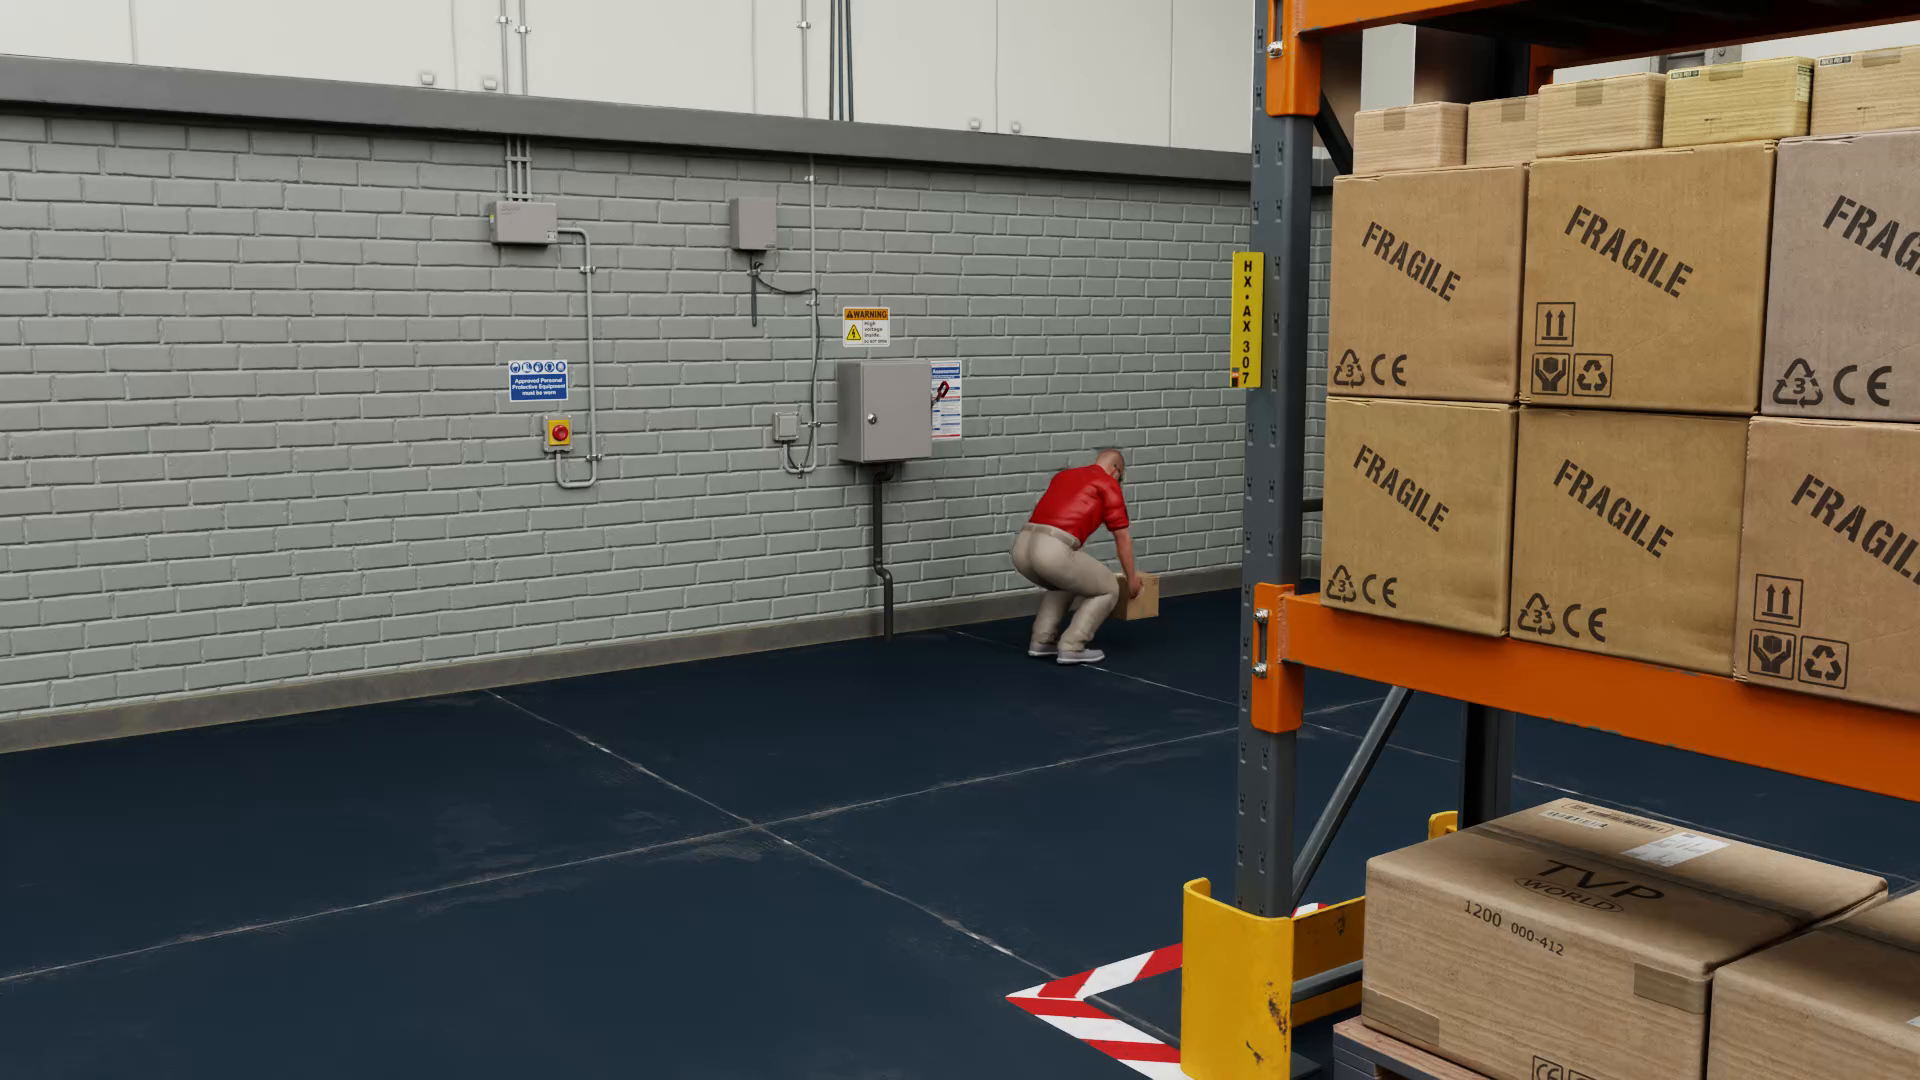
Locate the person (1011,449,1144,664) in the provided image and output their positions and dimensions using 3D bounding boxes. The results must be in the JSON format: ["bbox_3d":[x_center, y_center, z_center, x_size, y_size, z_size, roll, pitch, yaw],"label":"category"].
[{"bbox_3d":[0.654,0.085,9.696,0.798,1.208,0.581,-6,10,-36],"label":"person"}]
